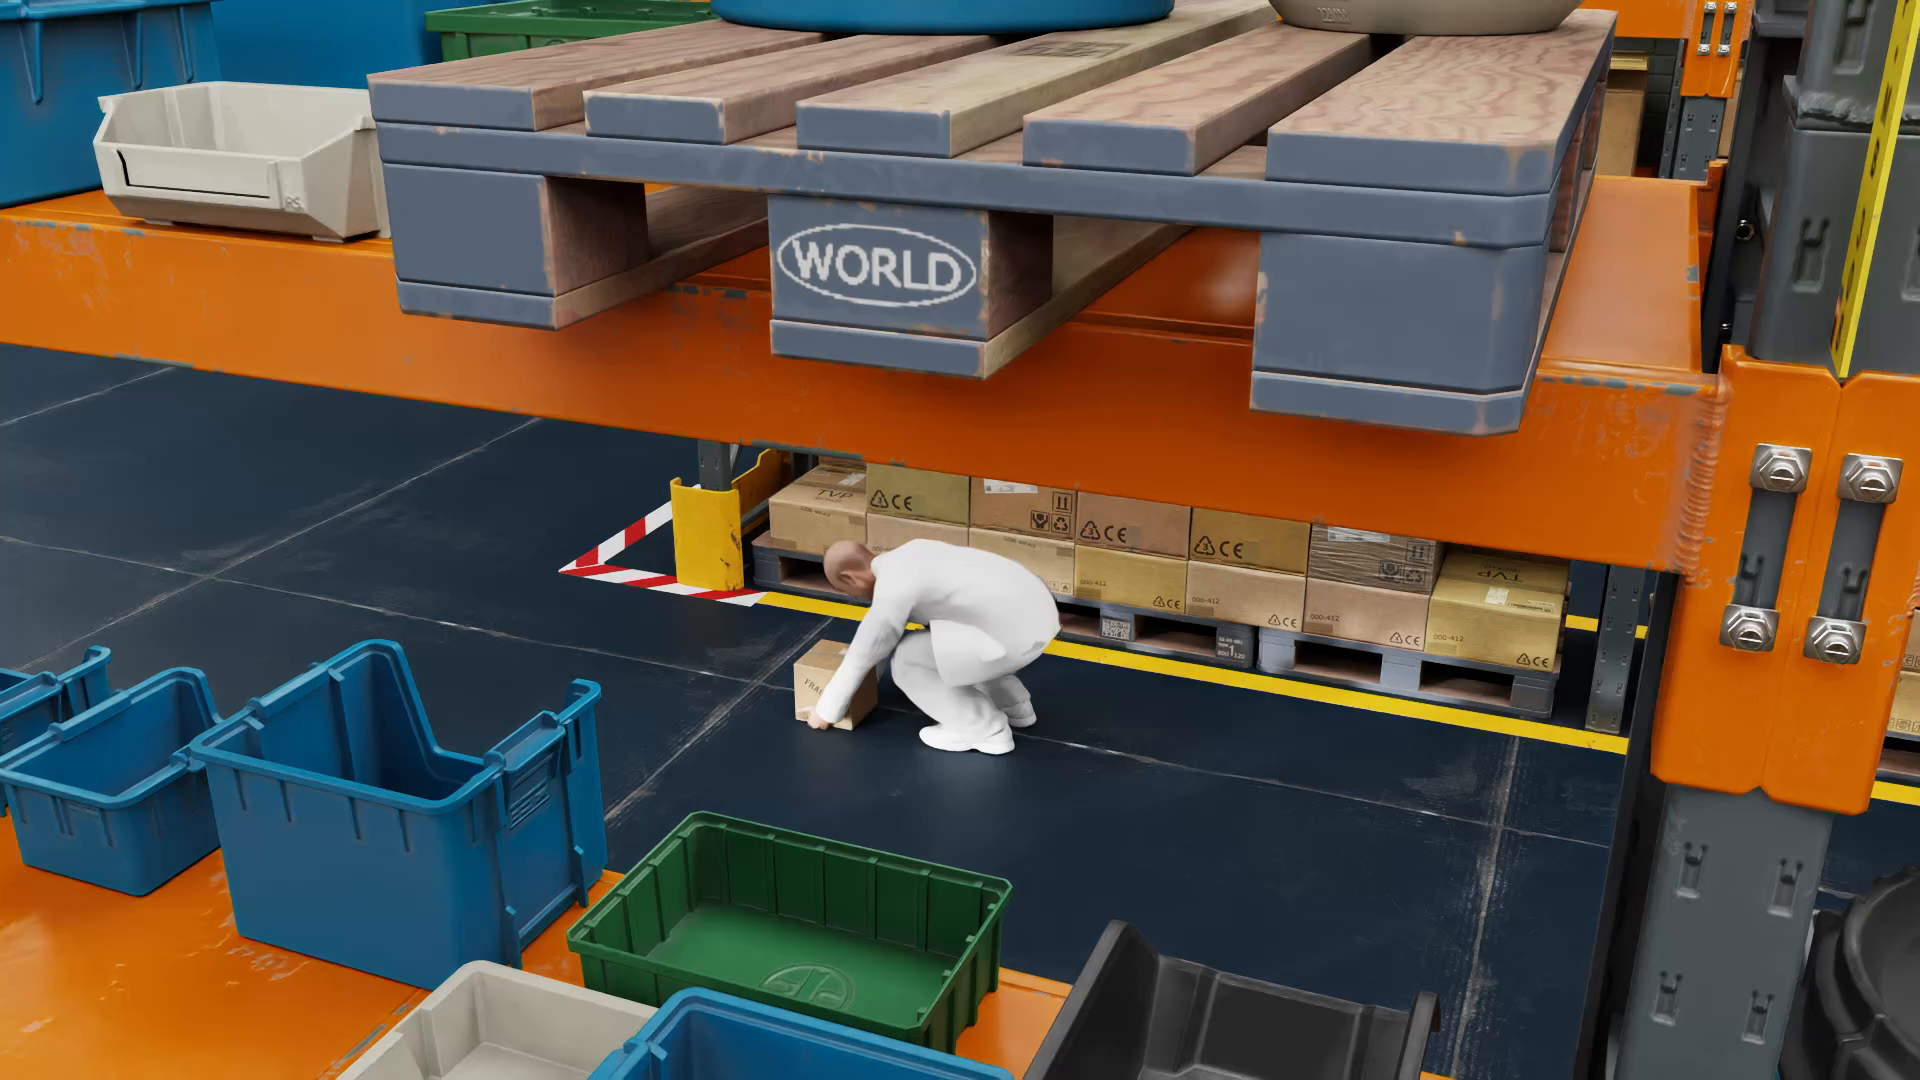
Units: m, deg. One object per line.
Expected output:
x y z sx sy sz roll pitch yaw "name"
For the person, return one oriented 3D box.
-0.112 0.398 6.532 1.021 0.795 0.577 8 23 19 "person"
